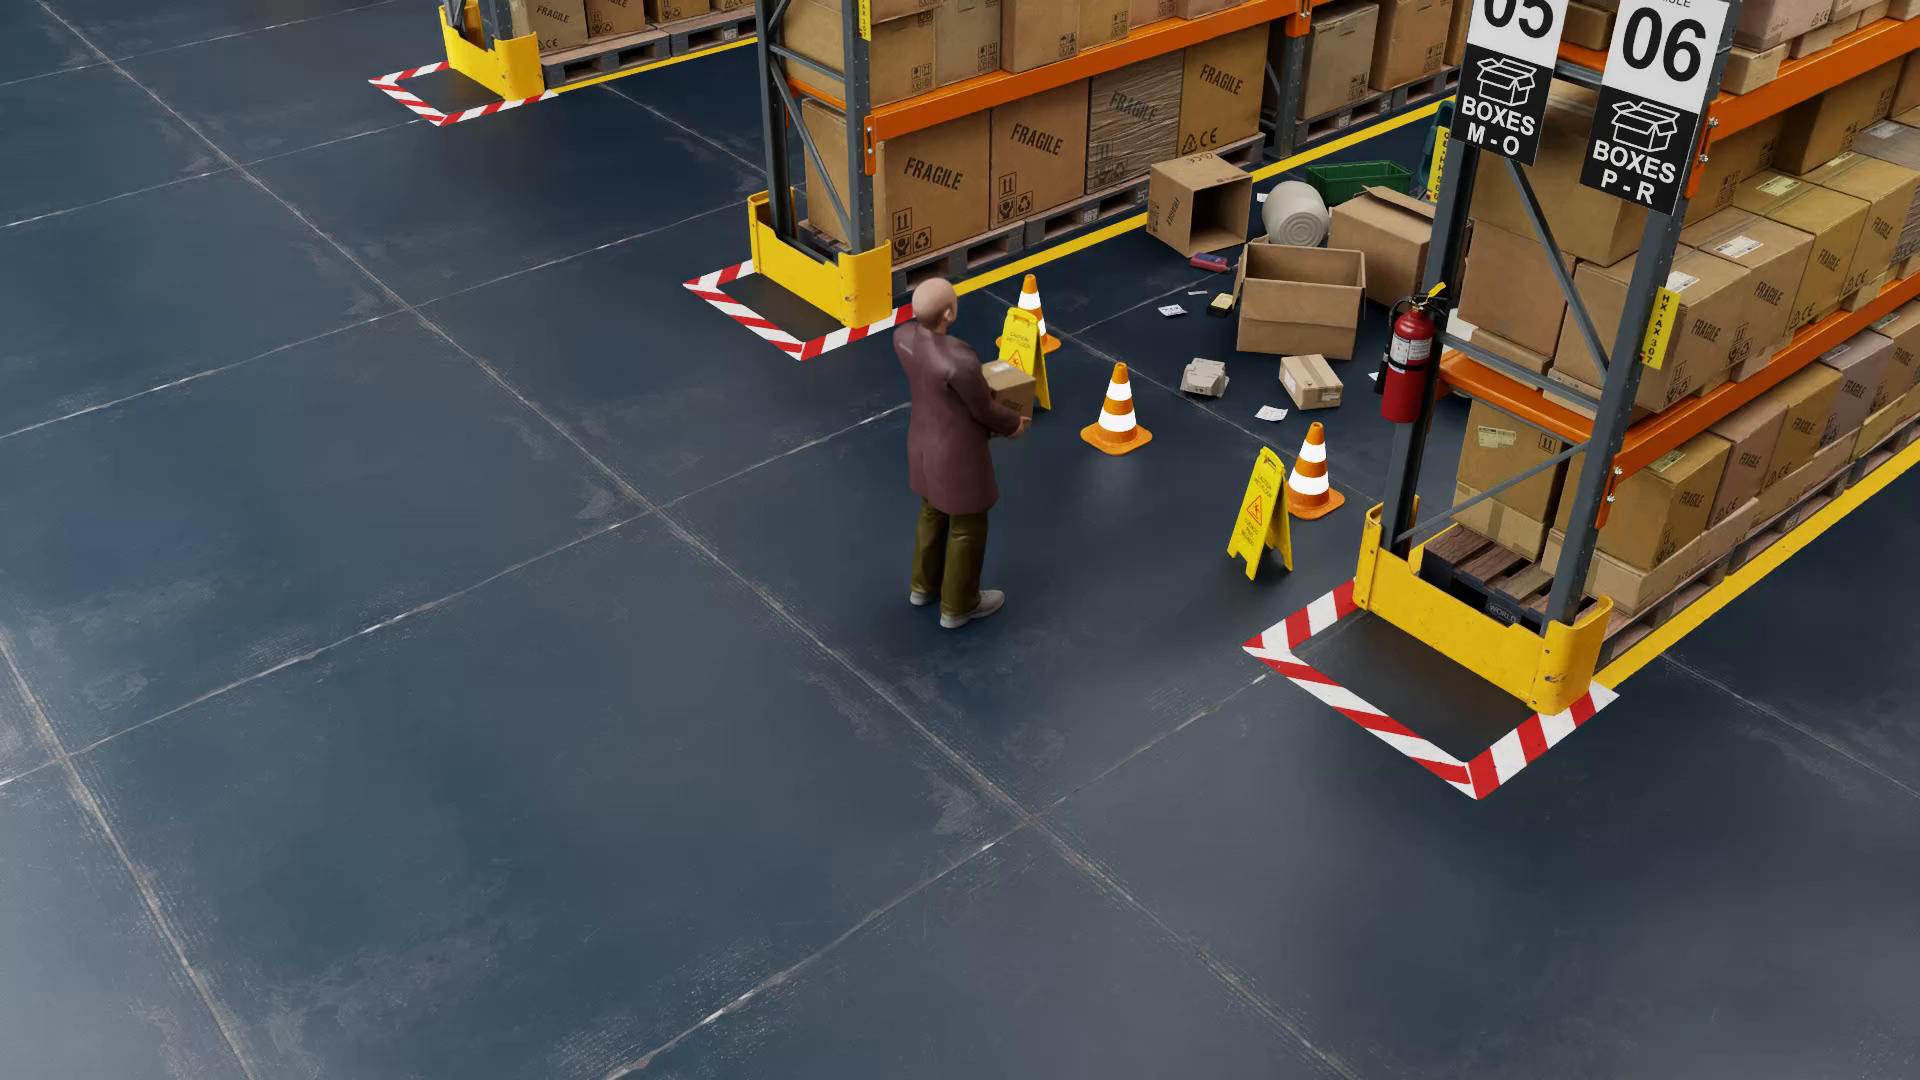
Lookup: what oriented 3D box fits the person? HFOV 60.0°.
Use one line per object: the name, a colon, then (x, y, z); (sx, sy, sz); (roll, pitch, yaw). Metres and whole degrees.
person: (0.026, -0.447, 7.726); (0.558, 1.773, 0.528); (-25, 43, -31)
